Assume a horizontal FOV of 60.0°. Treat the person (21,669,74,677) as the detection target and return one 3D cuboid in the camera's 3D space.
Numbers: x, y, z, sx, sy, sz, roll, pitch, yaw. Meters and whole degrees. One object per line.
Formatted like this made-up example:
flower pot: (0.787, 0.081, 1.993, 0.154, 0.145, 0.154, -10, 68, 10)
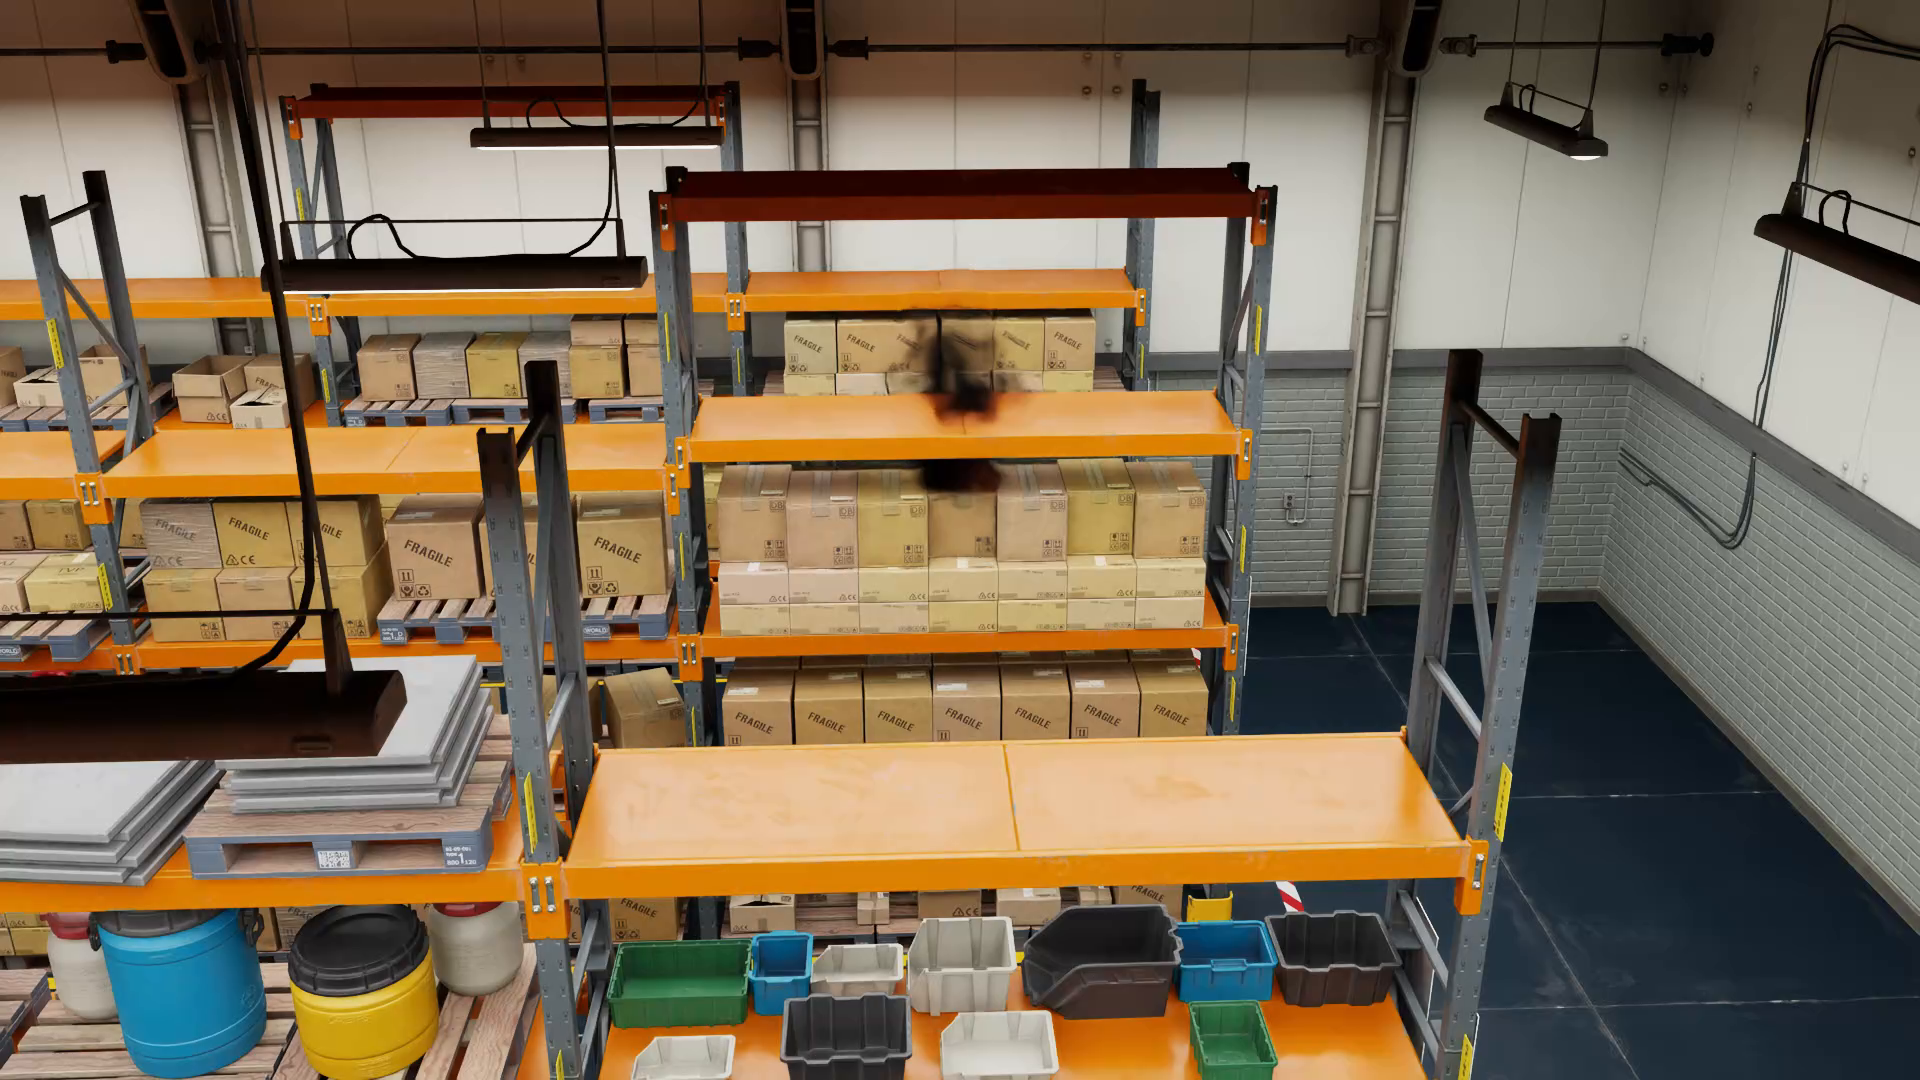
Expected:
person: (-7.983, 1.600, 14.934, 0.964, 1.769, 0.671, -2, 22, -5)
